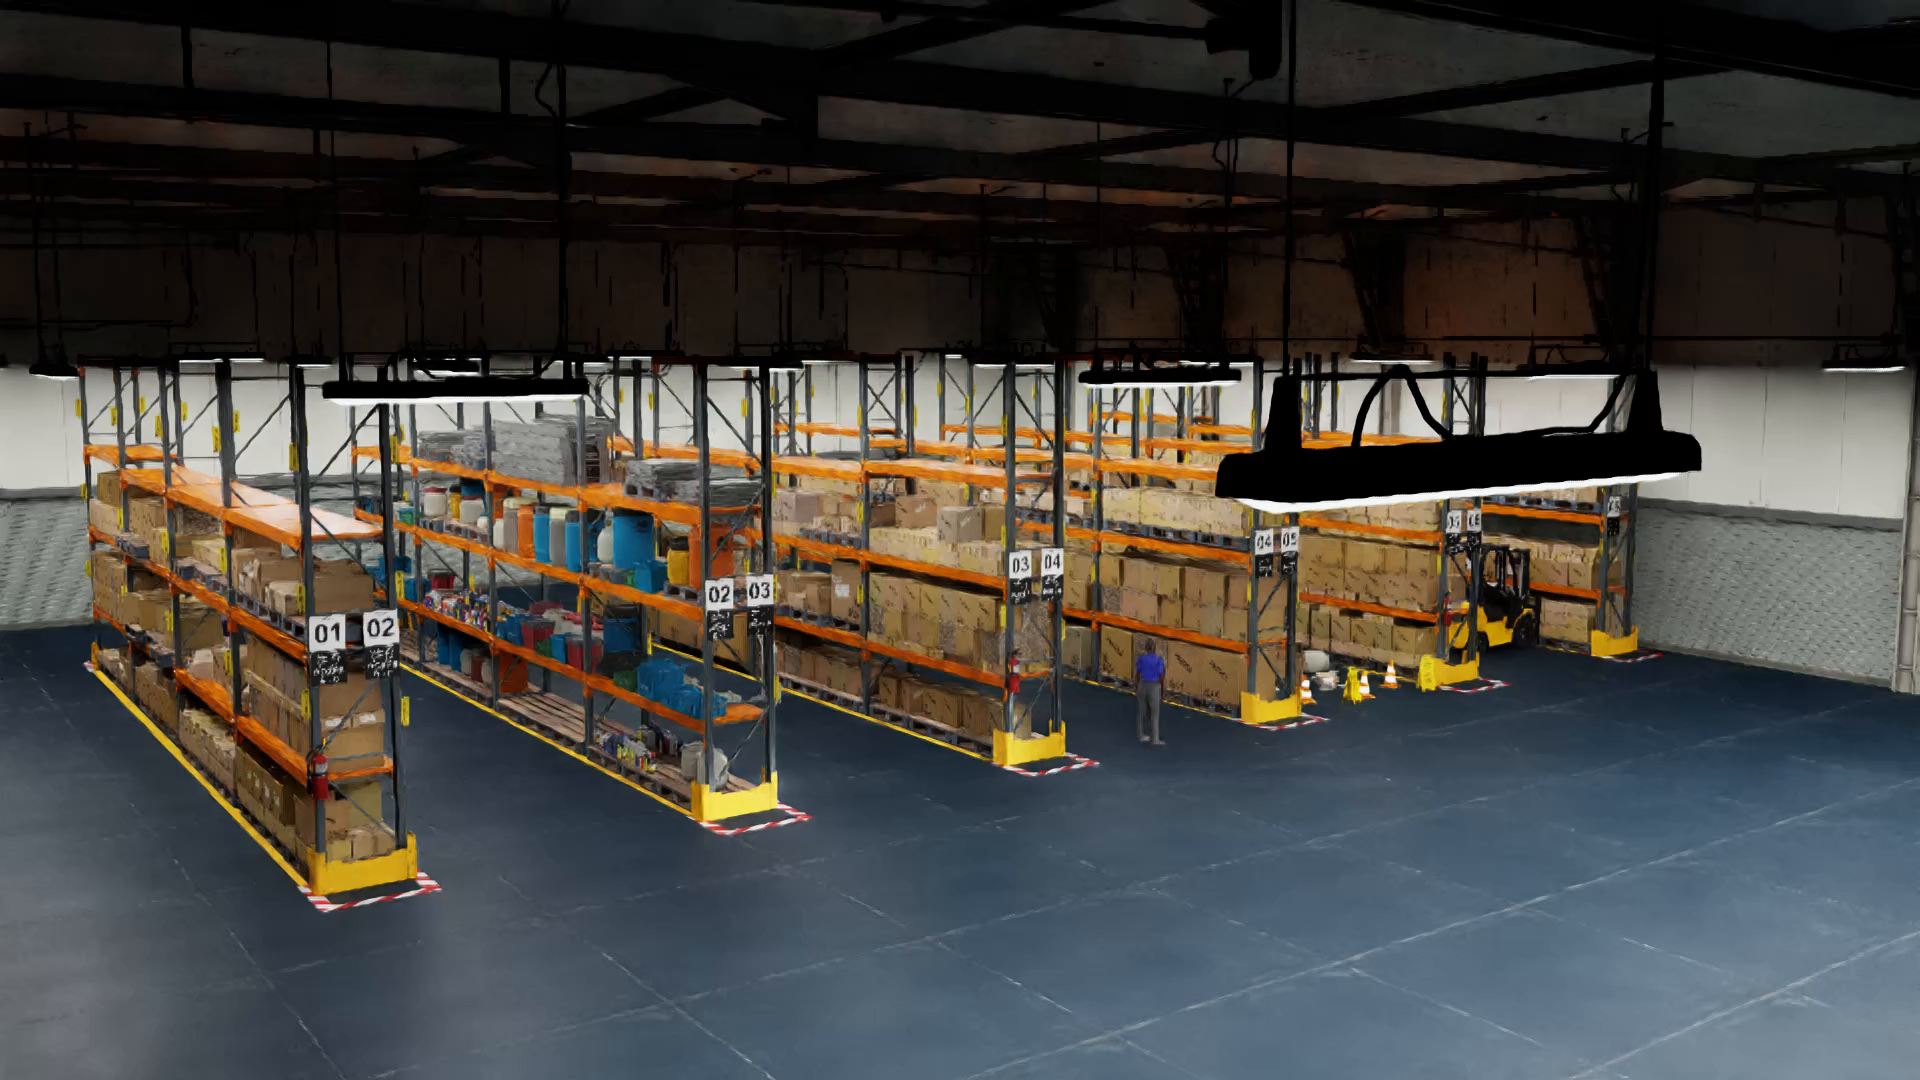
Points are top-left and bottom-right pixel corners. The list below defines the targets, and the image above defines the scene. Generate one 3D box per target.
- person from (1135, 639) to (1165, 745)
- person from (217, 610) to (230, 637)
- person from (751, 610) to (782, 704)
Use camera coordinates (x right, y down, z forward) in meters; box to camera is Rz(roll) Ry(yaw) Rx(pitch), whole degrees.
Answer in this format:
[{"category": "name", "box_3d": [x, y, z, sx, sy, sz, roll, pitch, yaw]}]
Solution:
[{"category": "person", "box_3d": [2.963, 2.357, 25.948, 0.507, 1.666, 0.414, 3, 8, 23]}, {"category": "person", "box_3d": [-14.354, 1.651, 32.183, 0.479, 1.553, 1.090, -4, 8, -33]}, {"category": "person", "box_3d": [-3.376, 1.993, 28.888, 0.545, 1.667, 0.572, -1, 7, -8]}]
